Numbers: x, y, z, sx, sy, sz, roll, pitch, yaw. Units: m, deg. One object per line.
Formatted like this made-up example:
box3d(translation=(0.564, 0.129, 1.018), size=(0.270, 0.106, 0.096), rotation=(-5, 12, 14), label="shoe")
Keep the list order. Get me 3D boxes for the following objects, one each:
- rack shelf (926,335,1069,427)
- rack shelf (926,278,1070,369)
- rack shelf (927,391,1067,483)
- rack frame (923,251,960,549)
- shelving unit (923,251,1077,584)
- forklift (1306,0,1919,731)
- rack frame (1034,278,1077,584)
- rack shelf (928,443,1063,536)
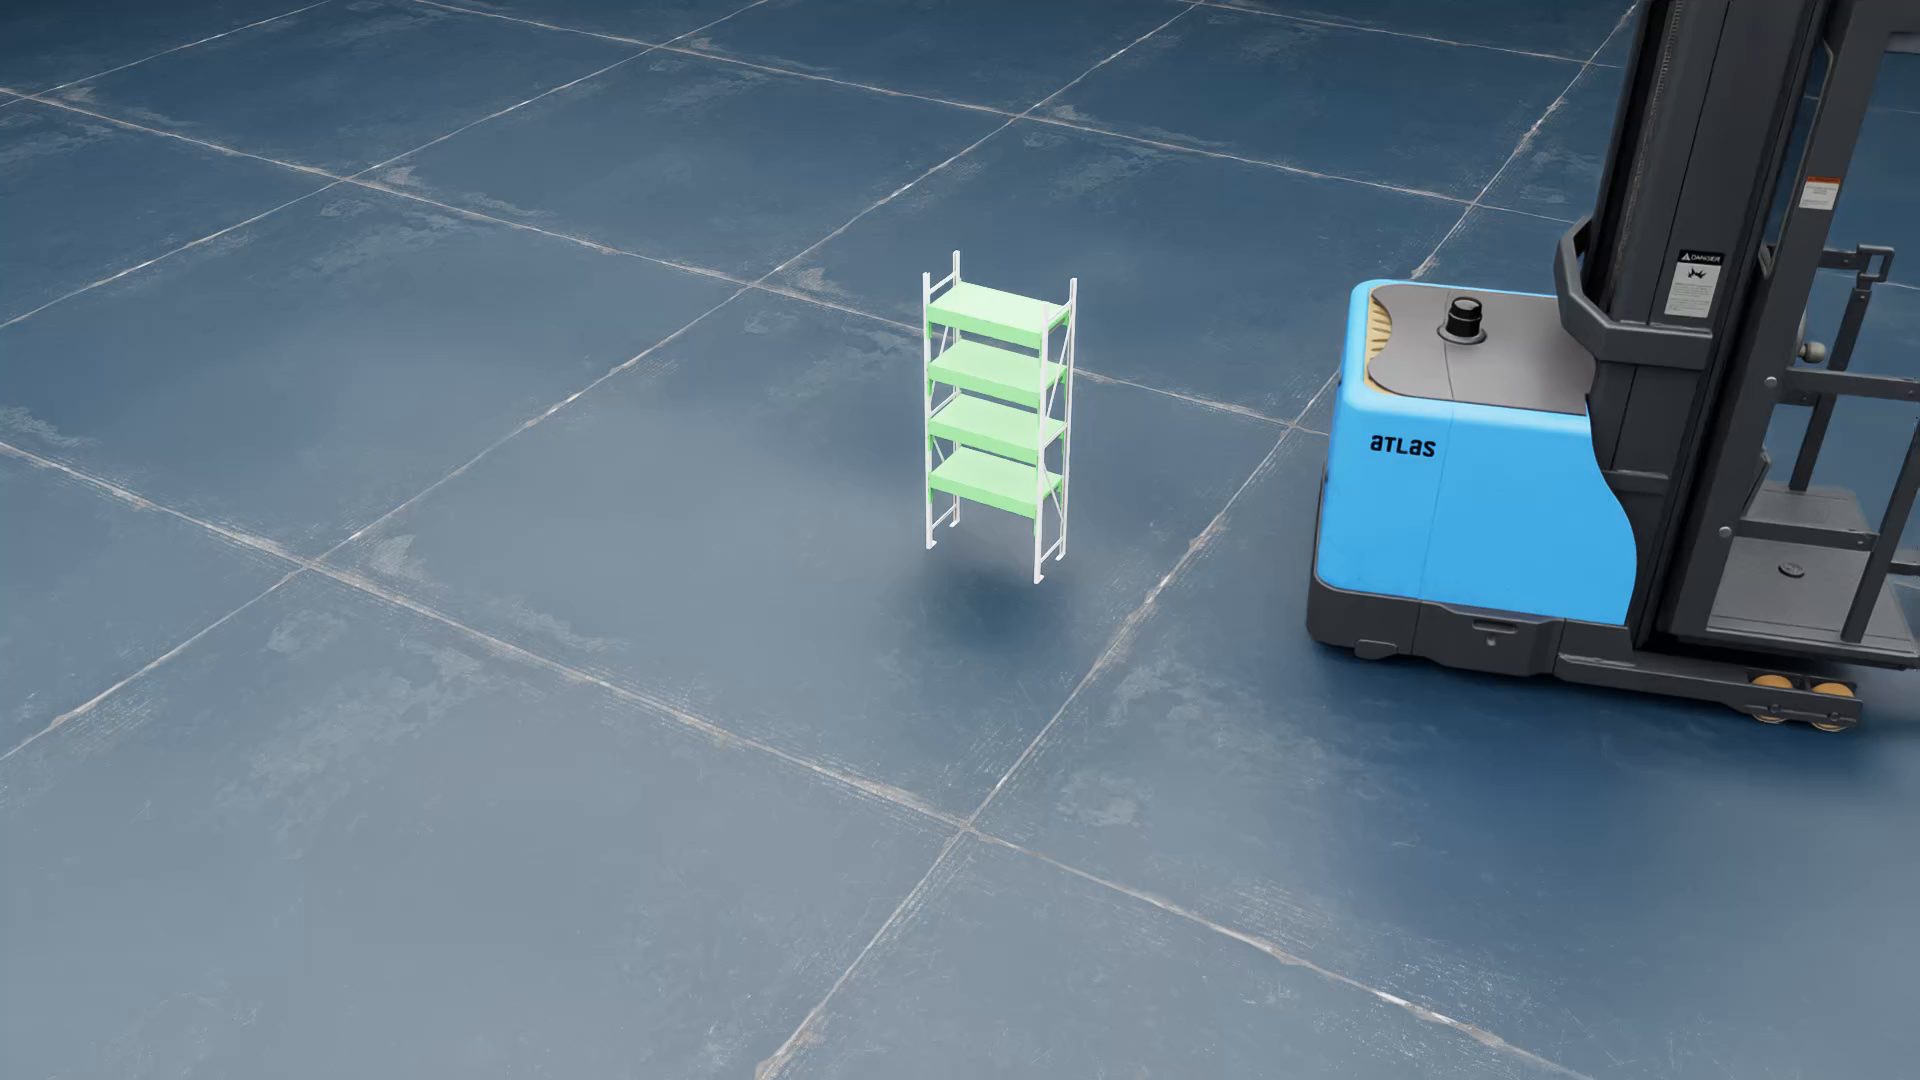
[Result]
box3d(translation=(0.144, -0.600, 6.251), size=(0.480, 0.148, 0.258), rotation=(18, 37, 24), label="rack shelf")
box3d(translation=(0.144, -0.800, 6.118), size=(0.480, 0.148, 0.258), rotation=(18, 37, 24), label="rack shelf")
box3d(translation=(0.144, -0.401, 6.384), size=(0.480, 0.148, 0.258), rotation=(18, 37, 24), label="rack shelf")
box3d(translation=(-0.068, -0.521, 6.450), size=(0.015, 1.200, 0.240), rotation=(18, 37, 24), label="rack frame")
box3d(translation=(0.144, -0.454, 6.349), size=(0.503, 1.200, 0.258), rotation=(18, 37, 24), label="shelving unit")
box3d(translation=(2.850, -0.884, 5.433), size=(3.031, 2.935, 1.130), rotation=(7, 34, 11), label="forklift")
box3d(translation=(0.356, -0.387, 6.248), size=(0.015, 1.200, 0.240), rotation=(18, 37, 24), label="rack frame")
box3d(translation=(0.144, -0.201, 6.518), size=(0.480, 0.148, 0.258), rotation=(18, 37, 24), label="rack shelf")
